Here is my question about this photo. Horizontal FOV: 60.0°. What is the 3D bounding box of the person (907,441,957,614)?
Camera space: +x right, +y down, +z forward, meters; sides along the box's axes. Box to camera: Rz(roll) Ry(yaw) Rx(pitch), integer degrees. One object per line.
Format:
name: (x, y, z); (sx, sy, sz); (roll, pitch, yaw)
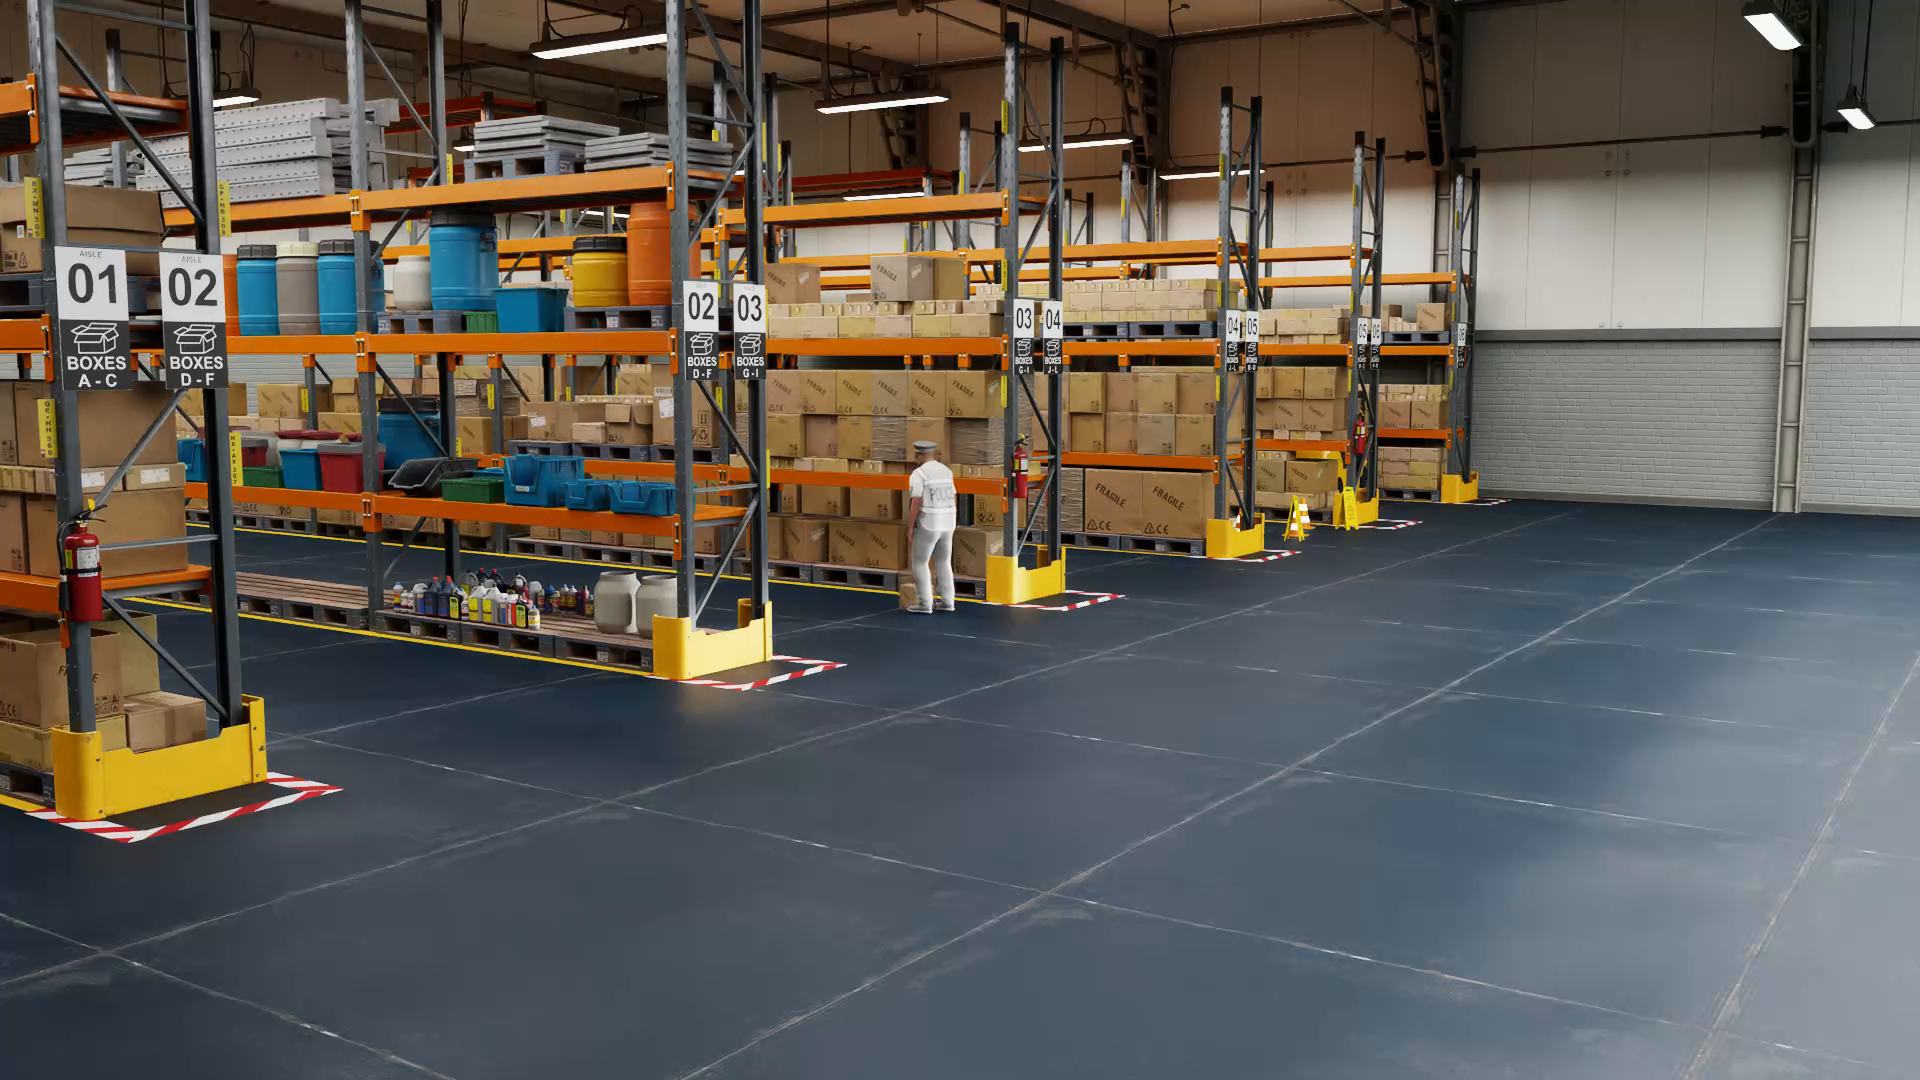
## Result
person: (-0.280, -0.130, 16.913); (0.590, 1.746, 0.436); (-5, 8, -38)
